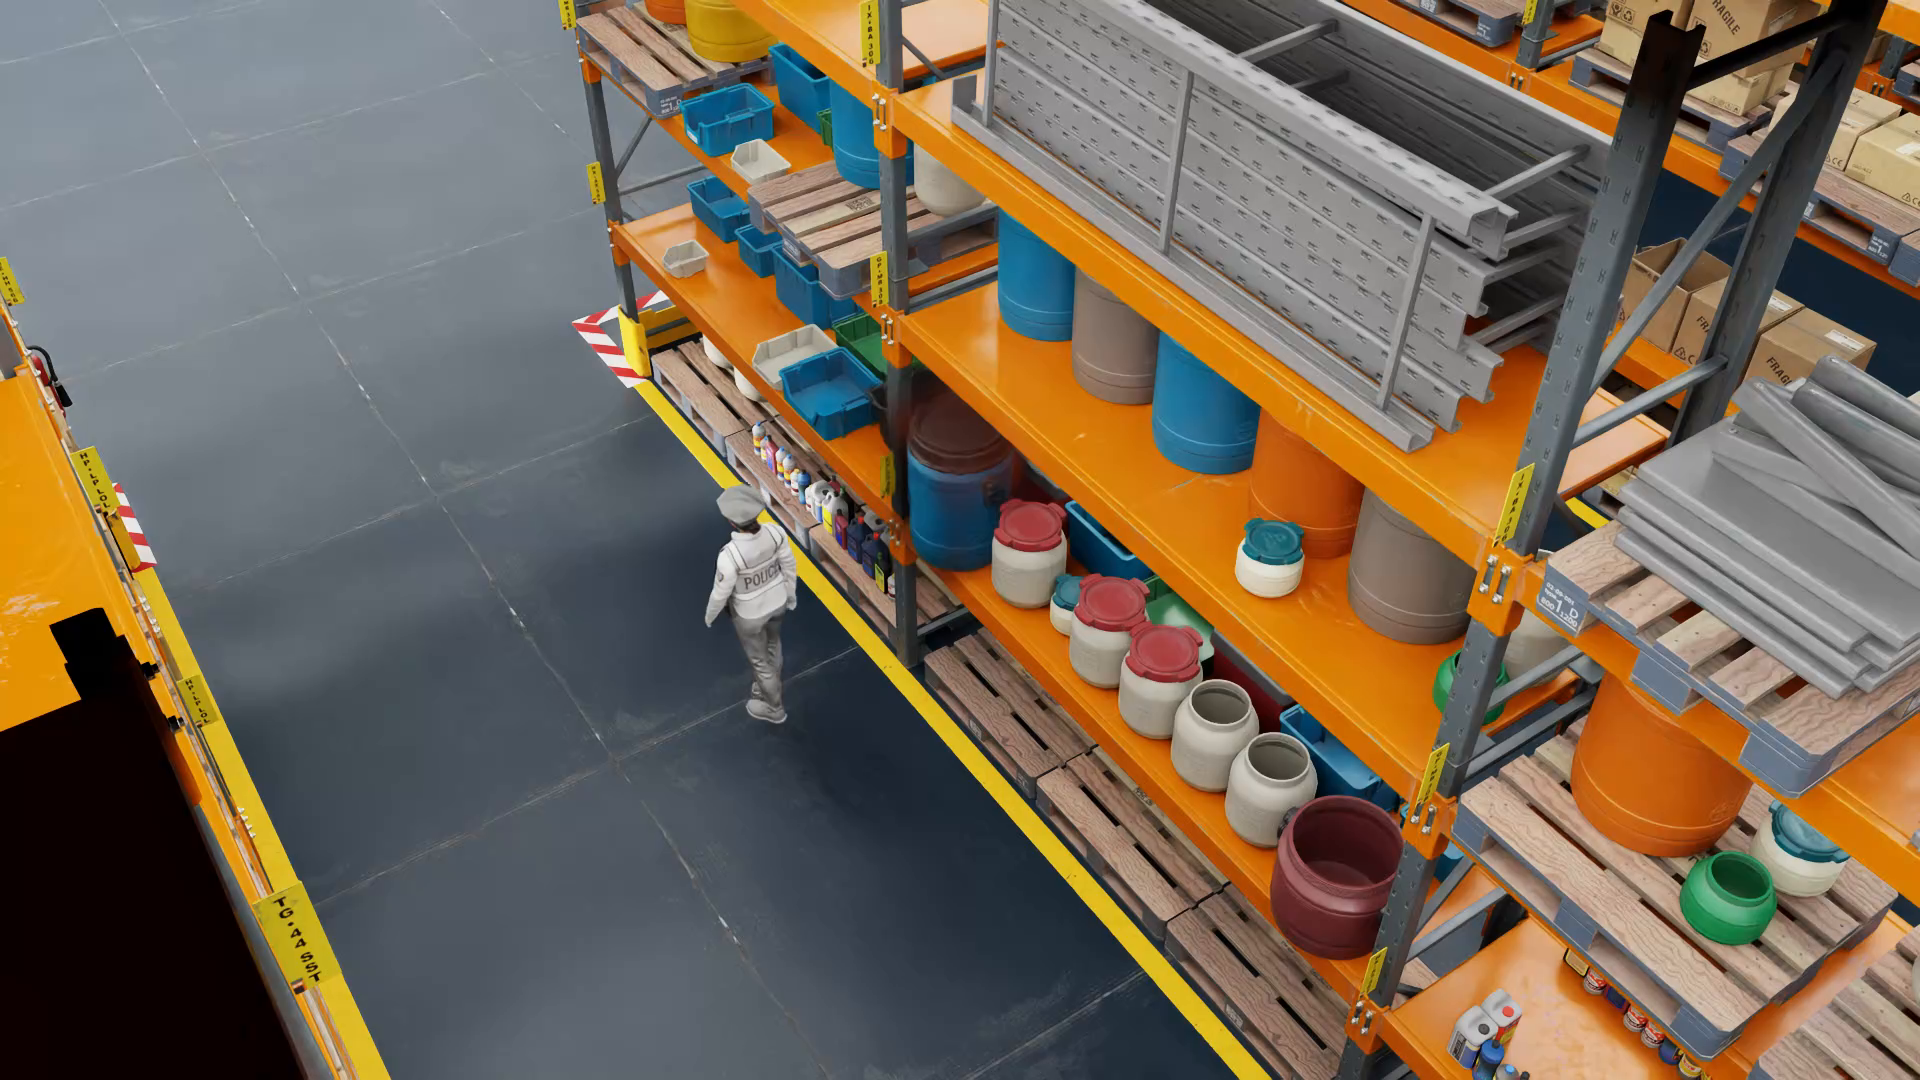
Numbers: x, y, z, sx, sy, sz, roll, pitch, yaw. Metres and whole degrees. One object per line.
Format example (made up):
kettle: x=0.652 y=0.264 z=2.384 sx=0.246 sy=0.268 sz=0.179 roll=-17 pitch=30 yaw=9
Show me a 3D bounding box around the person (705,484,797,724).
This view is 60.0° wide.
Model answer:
person: x=-1.194 y=0.418 z=9.688 sx=0.539 sy=1.768 sz=0.452 roll=-34 pitch=52 yaw=-31
